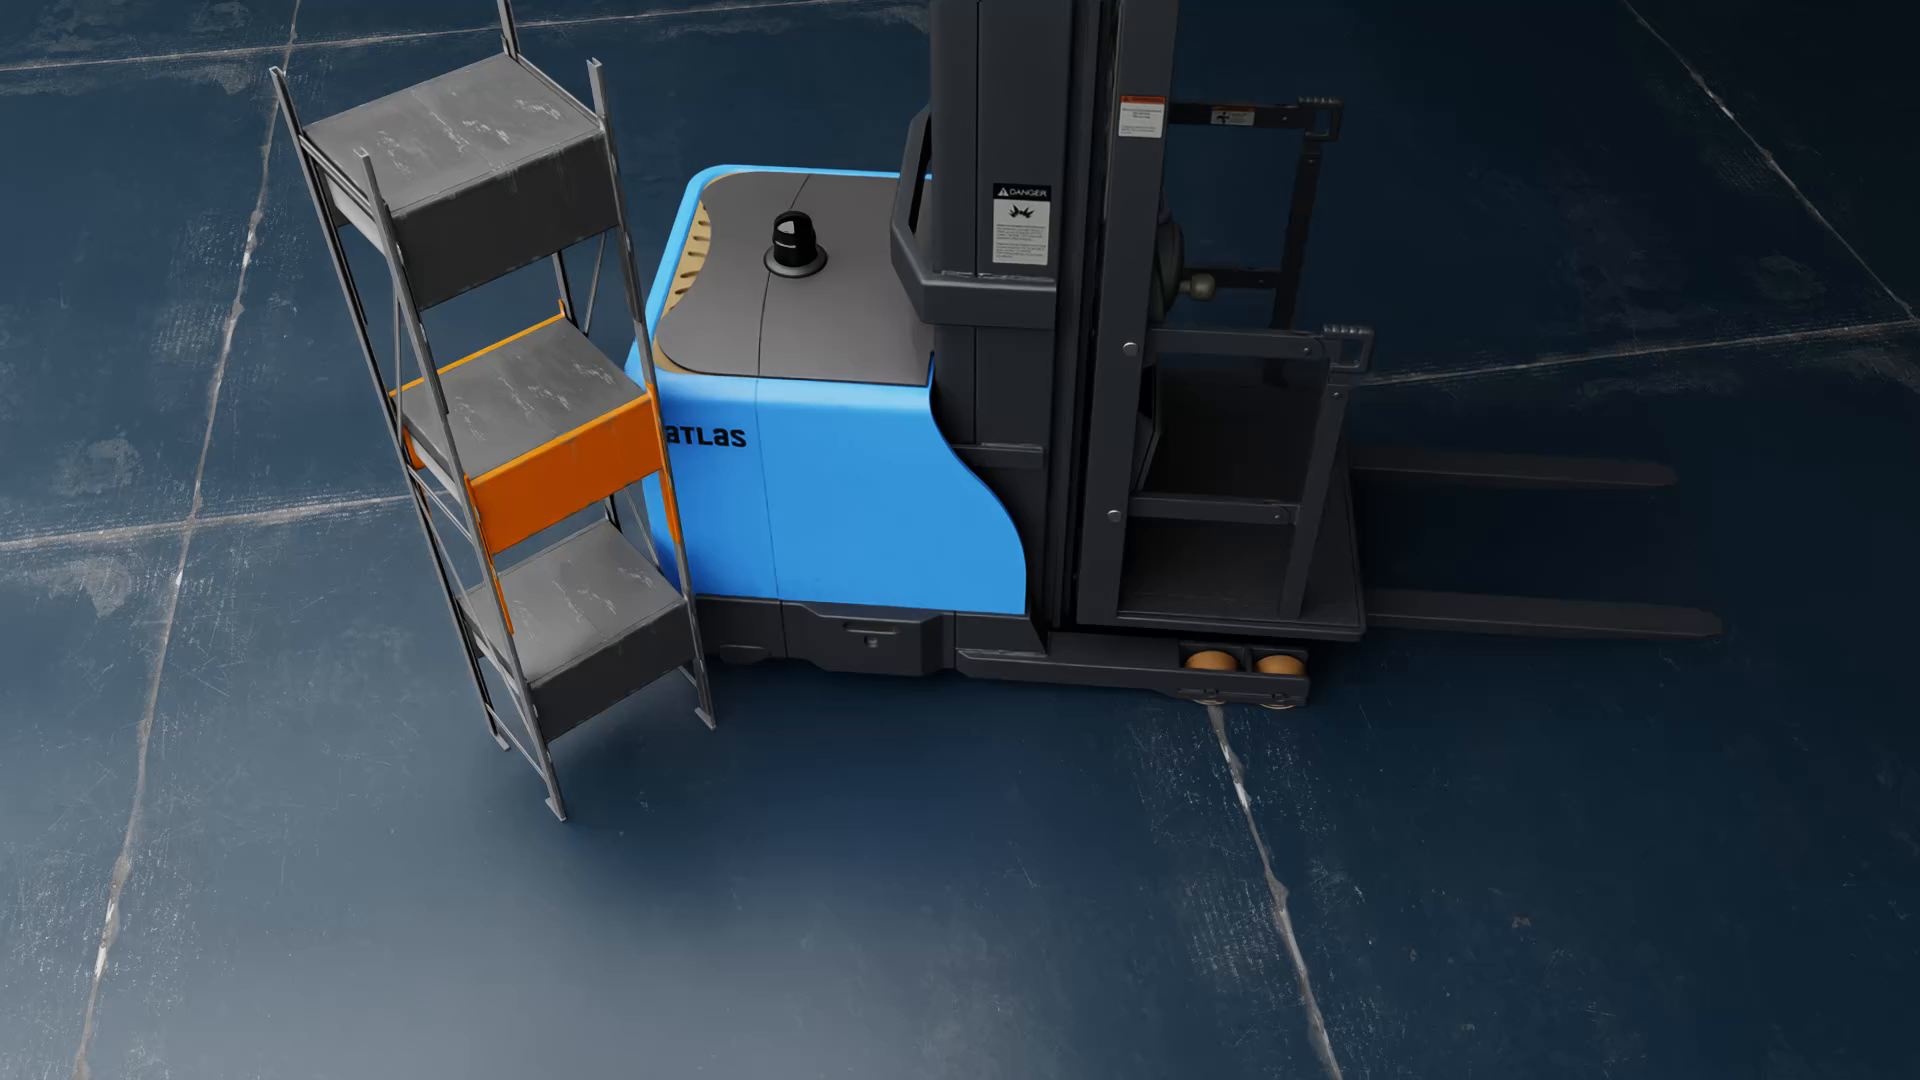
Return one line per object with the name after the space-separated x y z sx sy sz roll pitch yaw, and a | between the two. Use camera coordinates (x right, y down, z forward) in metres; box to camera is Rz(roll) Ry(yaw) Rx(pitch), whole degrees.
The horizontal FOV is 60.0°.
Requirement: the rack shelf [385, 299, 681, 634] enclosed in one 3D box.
-1.014 -0.178 3.982 0.480 0.518 0.431 -31 54 -26 | rack shelf

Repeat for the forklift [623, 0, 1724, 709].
0.675 -0.932 4.113 3.031 2.935 1.130 3 46 3 | forklift

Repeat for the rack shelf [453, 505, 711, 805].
-1.014 0.308 4.486 0.480 0.518 0.431 -31 54 -26 | rack shelf

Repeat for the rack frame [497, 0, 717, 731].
-0.827 -0.300 4.081 0.015 2.100 0.400 -31 54 -26 | rack frame

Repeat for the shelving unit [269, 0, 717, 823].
-1.014 -0.187 3.973 0.503 2.100 0.431 -31 54 -26 | shelving unit

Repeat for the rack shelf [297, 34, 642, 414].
-1.014 -0.664 3.478 0.480 0.518 0.431 -31 54 -26 | rack shelf

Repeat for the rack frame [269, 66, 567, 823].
-1.201 -0.075 3.864 0.015 2.100 0.400 -31 54 -26 | rack frame
